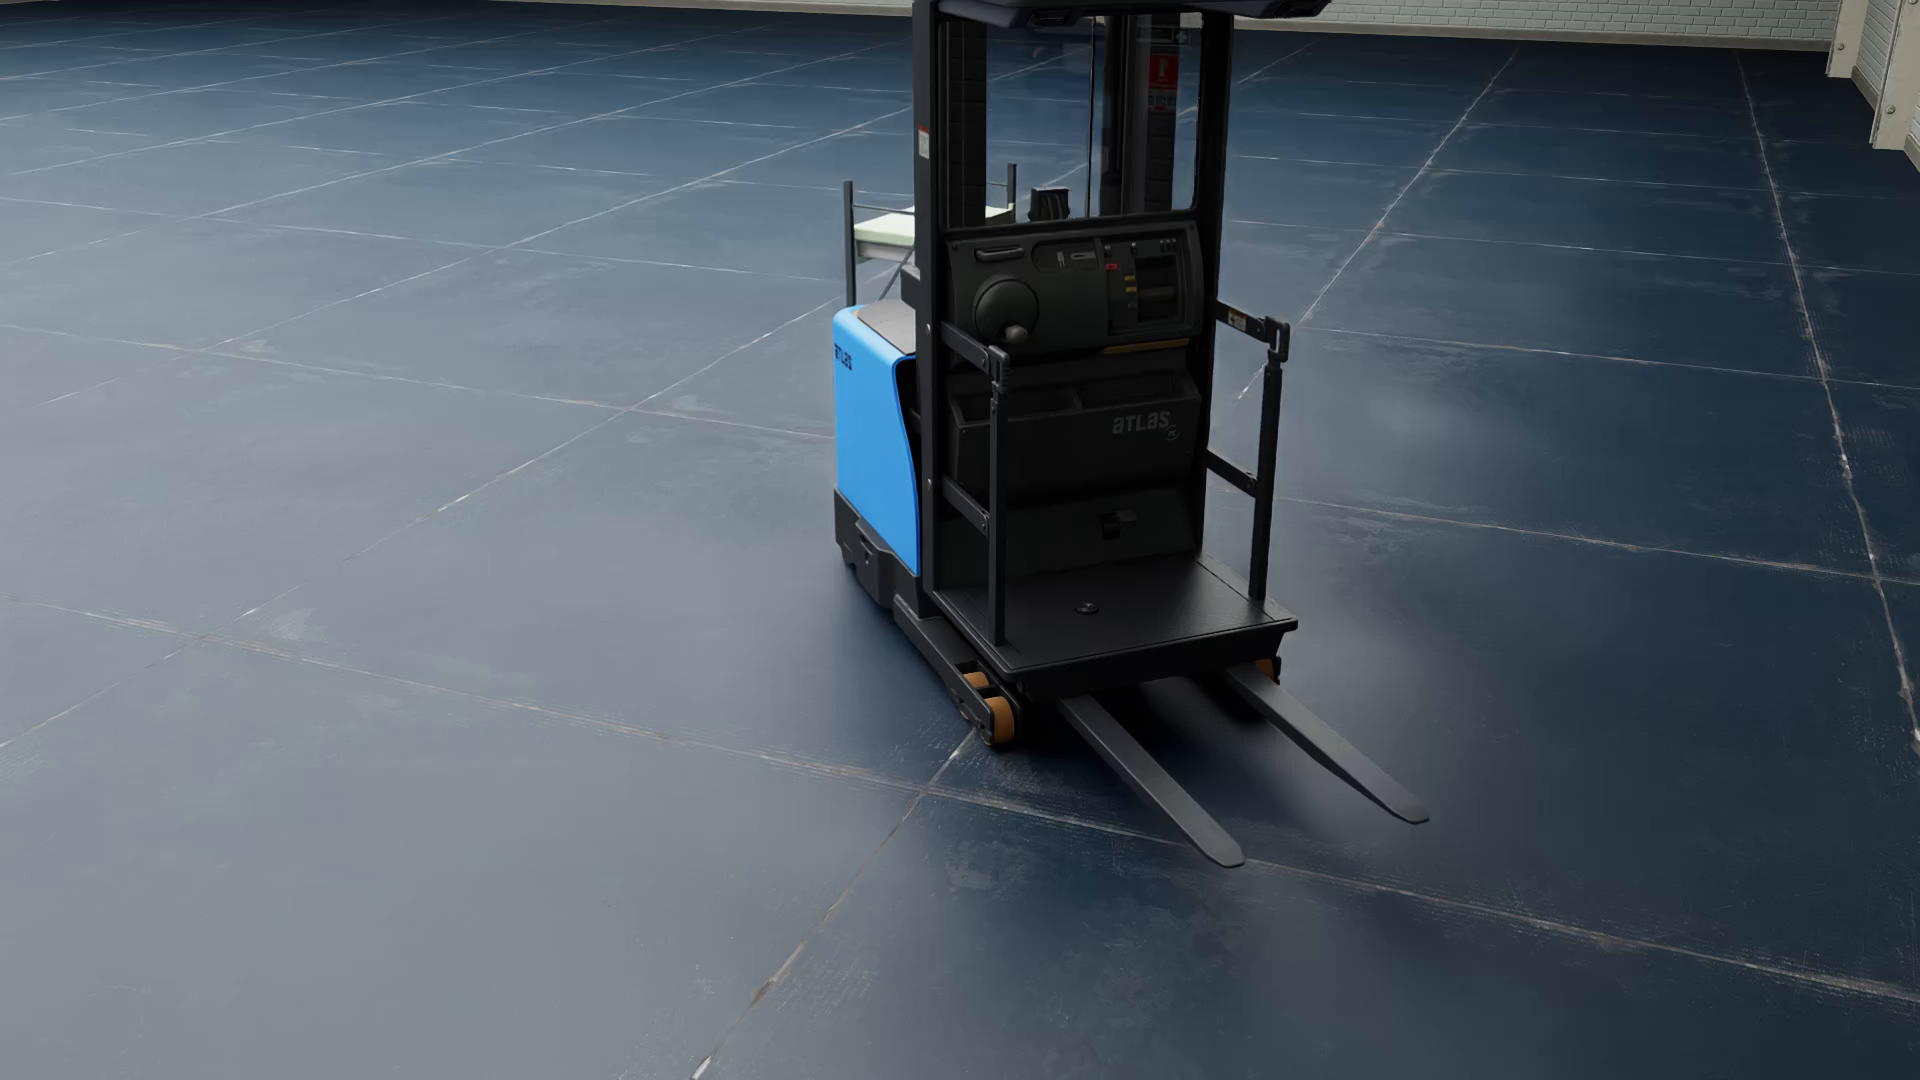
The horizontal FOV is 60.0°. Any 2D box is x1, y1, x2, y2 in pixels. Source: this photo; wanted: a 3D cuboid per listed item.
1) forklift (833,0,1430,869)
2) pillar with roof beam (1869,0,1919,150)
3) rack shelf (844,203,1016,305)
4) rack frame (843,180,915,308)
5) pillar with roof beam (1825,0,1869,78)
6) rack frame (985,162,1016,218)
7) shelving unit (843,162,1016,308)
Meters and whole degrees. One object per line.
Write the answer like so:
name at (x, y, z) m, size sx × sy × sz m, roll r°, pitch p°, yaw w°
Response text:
forklift at (0.482, -0.844, 5.467) m, size 1.130 × 2.935 × 3.031 m, roll -9°, pitch 24°, yaw -20°
pillar with roof beam at (5.348, -8.733, 16.483) m, size 9.100 × 9.000 × 0.400 m, roll 9°, pitch 24°, yaw 20°
rack shelf at (-0.122, -1.254, 7.294) m, size 0.431 × 0.370 × 0.720 m, roll 13°, pitch 26°, yaw 29°
rack frame at (-0.314, -0.774, 7.157) m, size 0.400 × 1.500 × 0.023 m, roll 13°, pitch 26°, yaw 29°
pillar with roof beam at (7.576, -10.880, 21.623) m, size 9.100 × 9.000 × 0.400 m, roll 9°, pitch 24°, yaw 20°
rack frame at (0.071, -1.014, 7.732) m, size 0.400 × 1.500 × 0.023 m, roll 13°, pitch 26°, yaw 29°
shelving unit at (-0.122, -0.894, 7.444) m, size 0.431 × 1.500 × 0.755 m, roll 13°, pitch 26°, yaw 29°
